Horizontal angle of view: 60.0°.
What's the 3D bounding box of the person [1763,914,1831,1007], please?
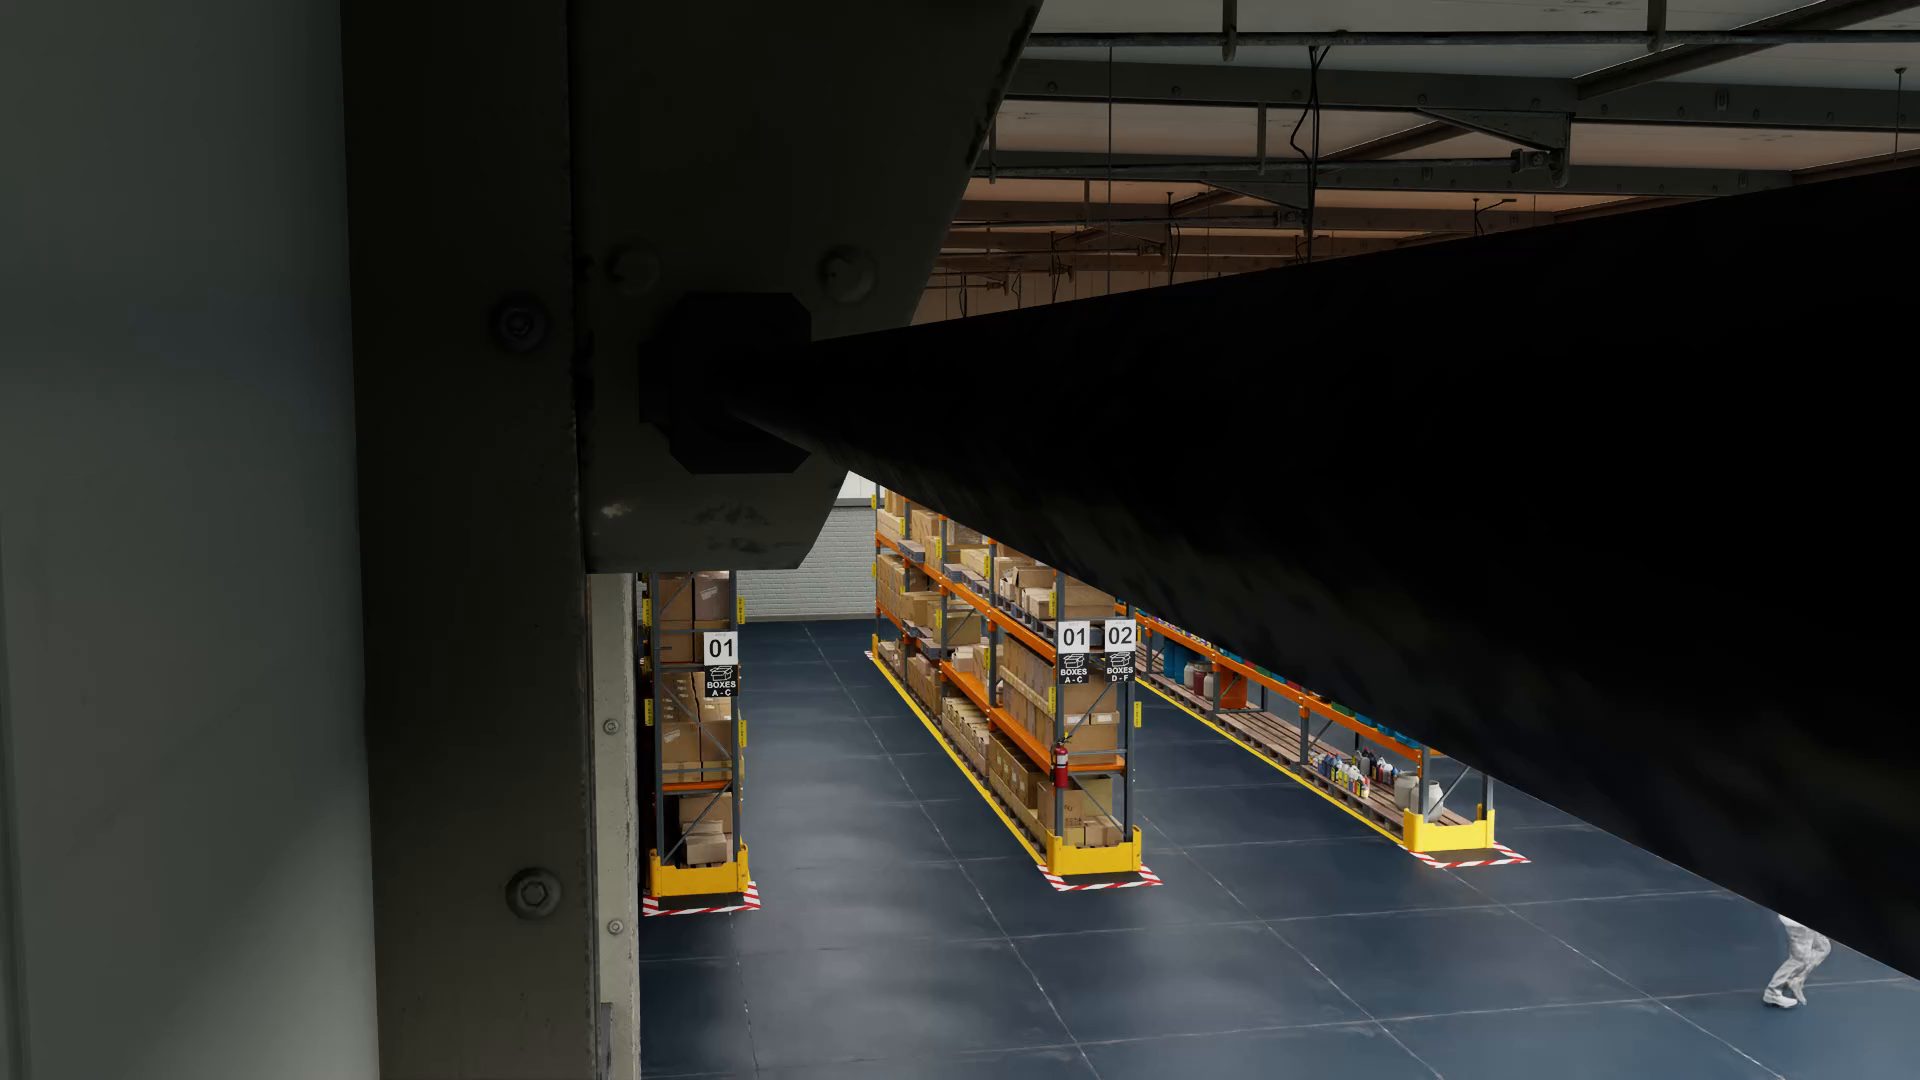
[{"bbox_3d":[8.350,3.769,16.484,0.654,1.752,0.695,2,6,15],"label":"person"}]
